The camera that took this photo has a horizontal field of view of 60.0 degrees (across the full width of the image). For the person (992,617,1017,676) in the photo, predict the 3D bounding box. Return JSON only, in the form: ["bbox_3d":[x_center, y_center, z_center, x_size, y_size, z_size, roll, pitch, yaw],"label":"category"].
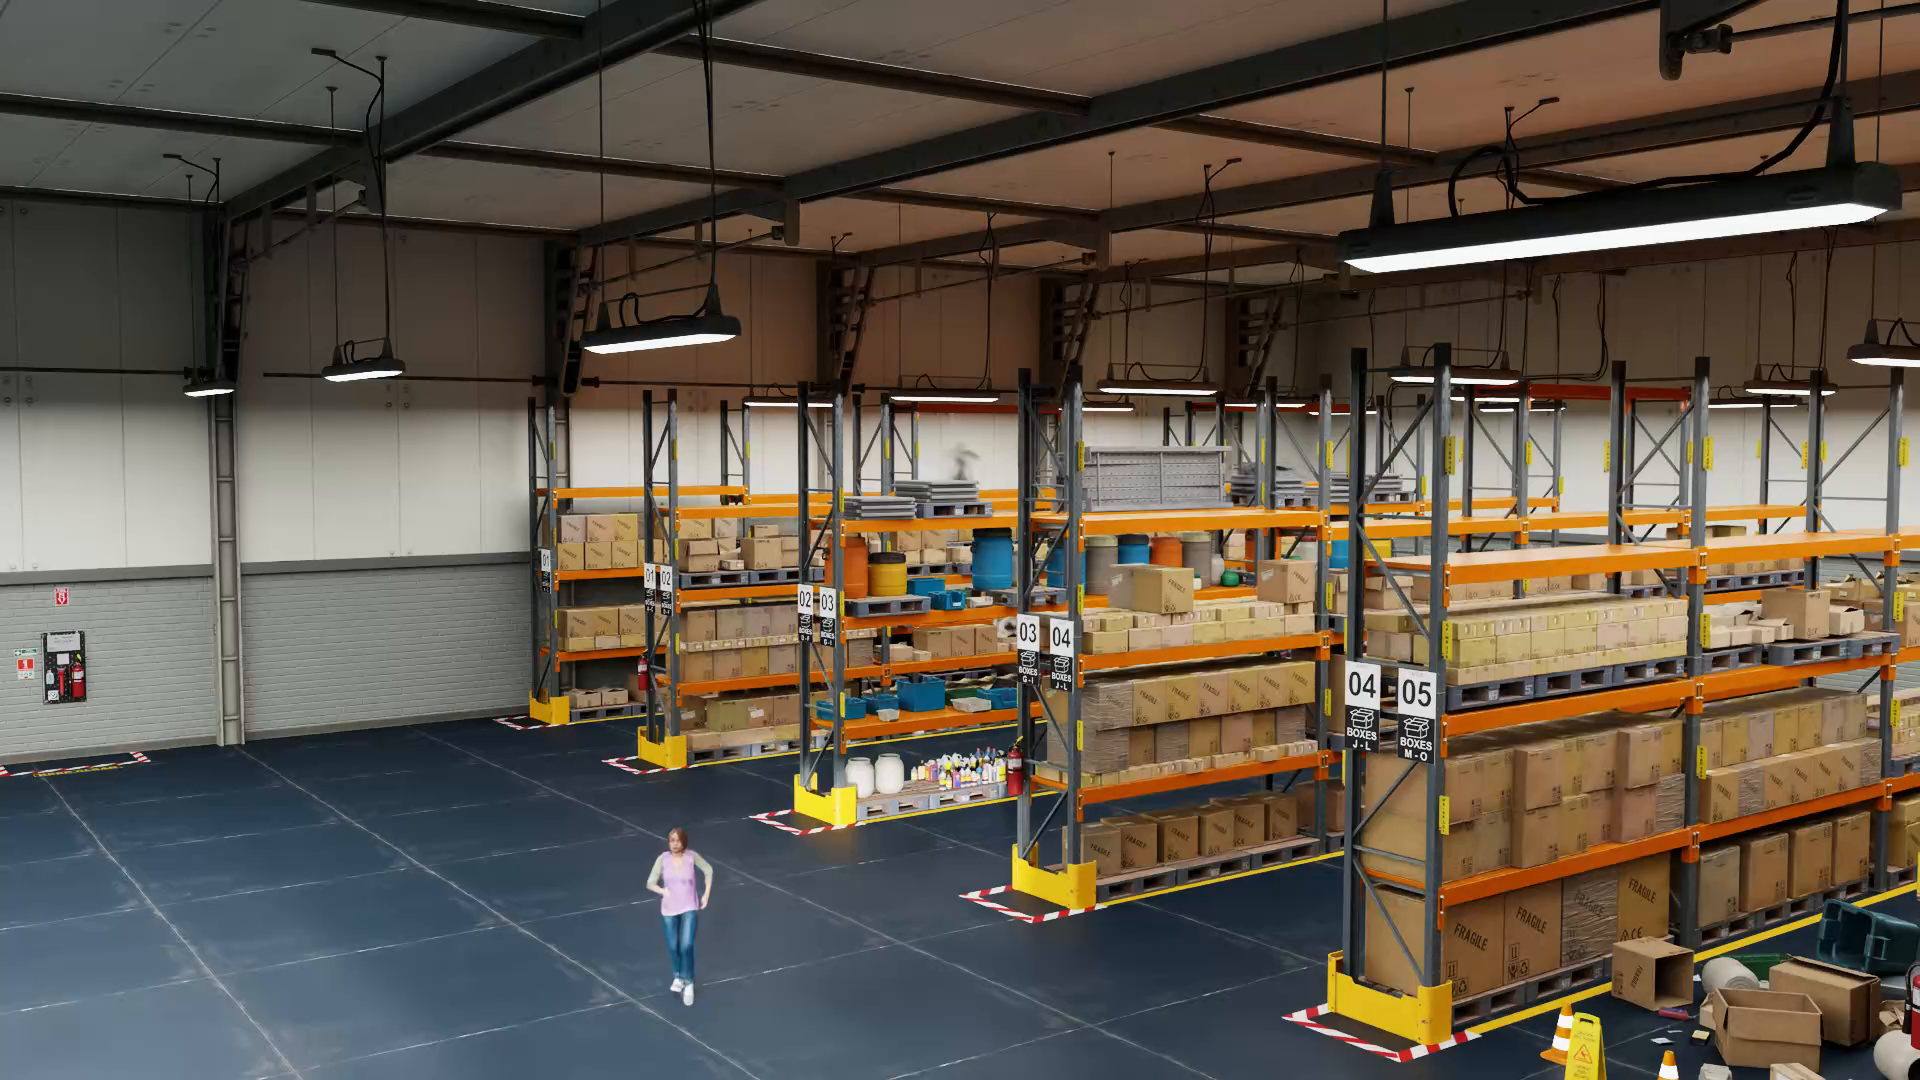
[{"bbox_3d":[0.848,2.097,33.418,0.752,1.668,0.678,-2,4,-35],"label":"person"}]

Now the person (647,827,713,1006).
[{"bbox_3d":[-2.590,3.456,15.338,0.579,1.626,0.658,0,3,-1],"label":"person"}]
